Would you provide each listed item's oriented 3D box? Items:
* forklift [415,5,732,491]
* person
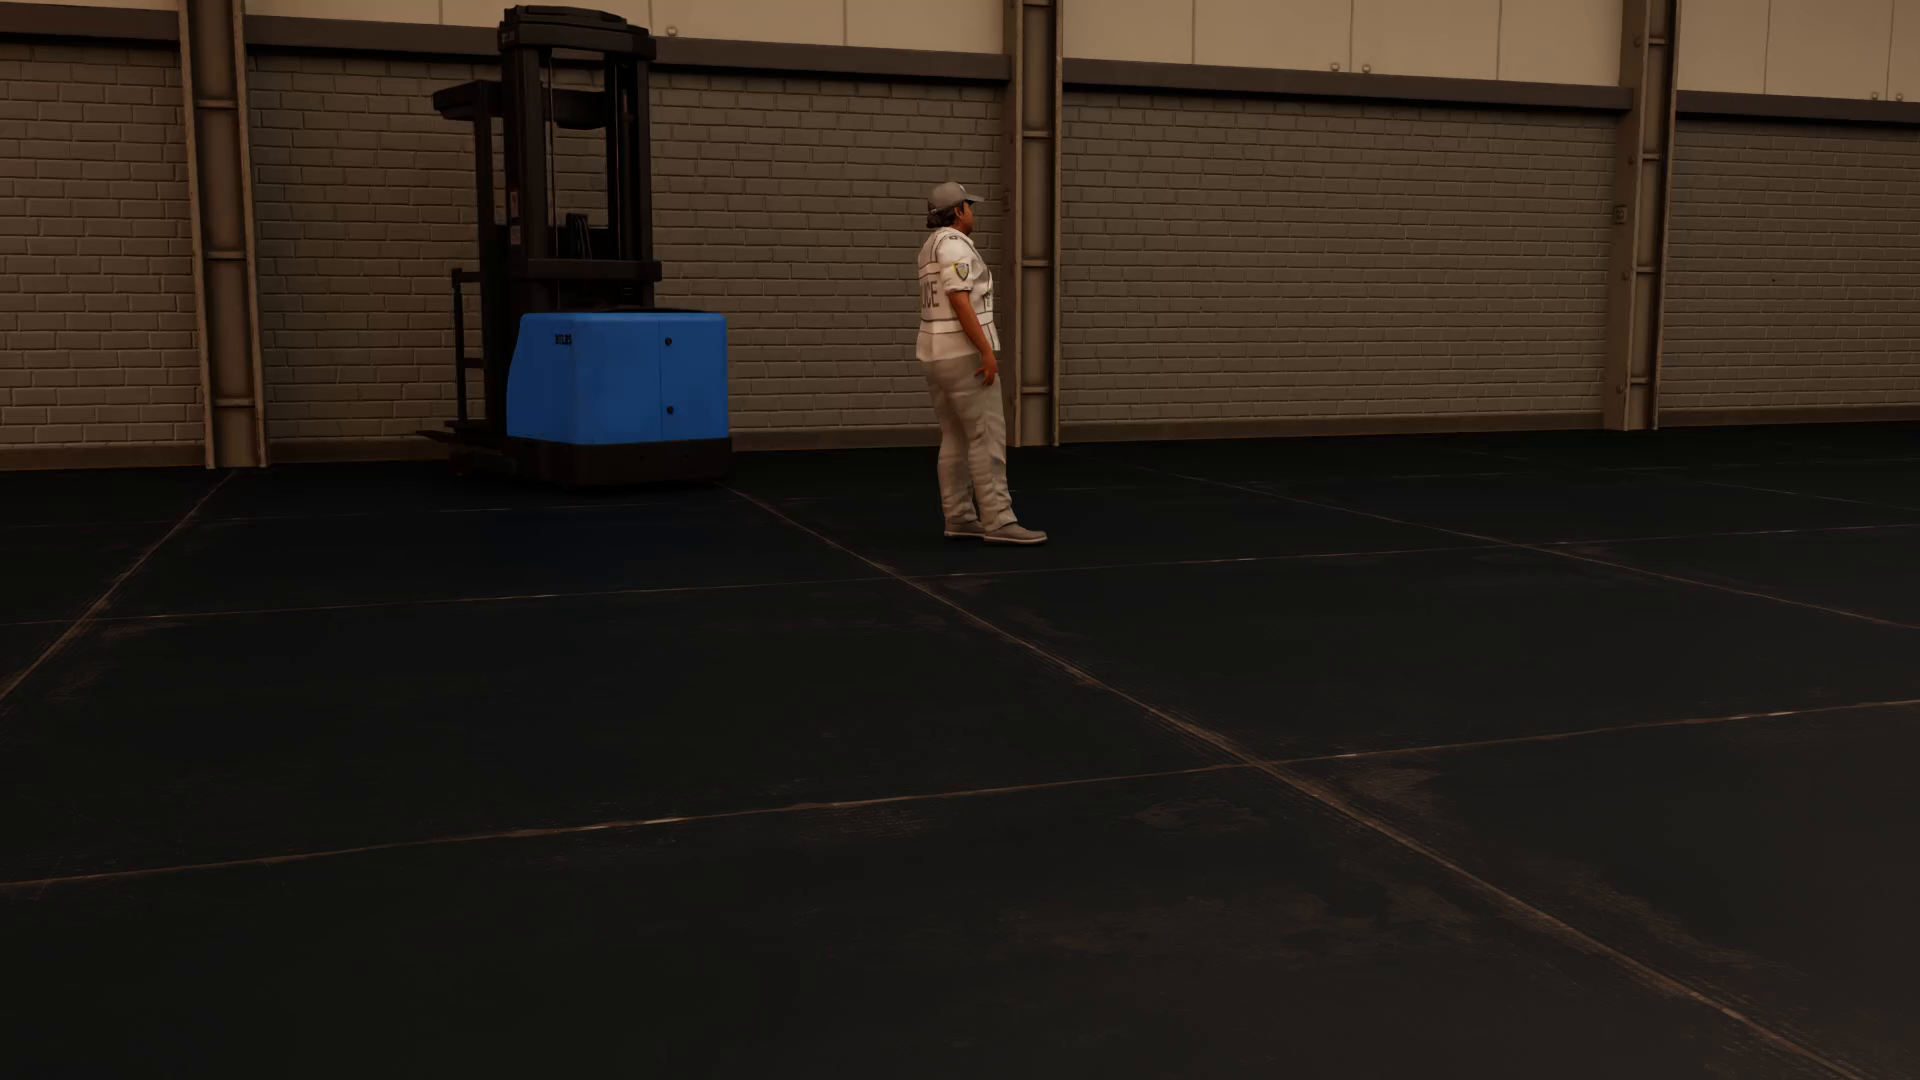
[{"bbox_3d":[-2.736,-1.891,10.951,1.130,2.935,3.031,-6,10,-39],"label":"forklift"},{"bbox_3d":[0.080,-0.834,7.814,0.529,1.670,0.599,-3,8,-18],"label":"person"}]
